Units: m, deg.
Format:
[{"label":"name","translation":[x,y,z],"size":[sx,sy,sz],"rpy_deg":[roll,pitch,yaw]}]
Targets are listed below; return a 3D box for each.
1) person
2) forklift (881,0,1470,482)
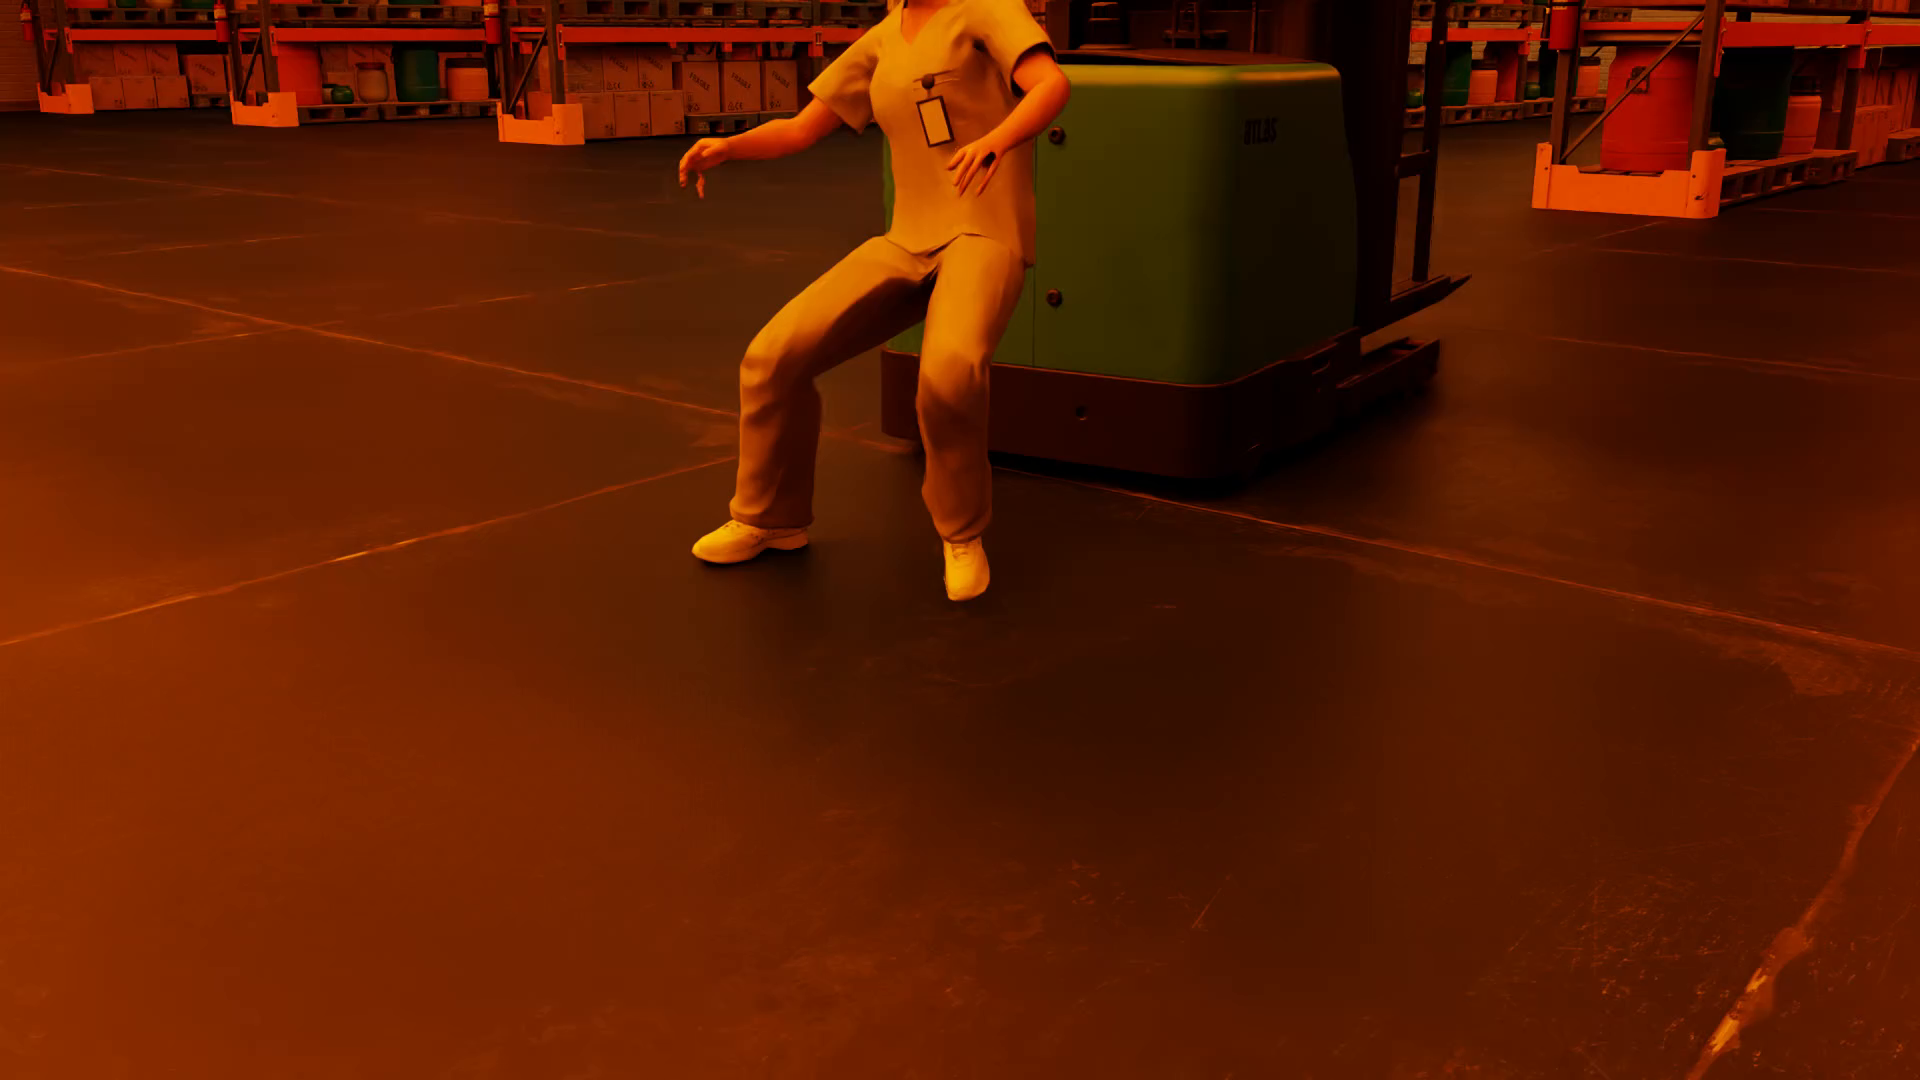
[{"label":"person","translation":[-0.171,-0.616,3.411],"size":[0.855,1.484,0.707],"rpy_deg":[16,23,42]},{"label":"forklift","translation":[0.974,-1.930,5.255],"size":[1.130,2.935,3.031],"rpy_deg":[10,20,30]}]
